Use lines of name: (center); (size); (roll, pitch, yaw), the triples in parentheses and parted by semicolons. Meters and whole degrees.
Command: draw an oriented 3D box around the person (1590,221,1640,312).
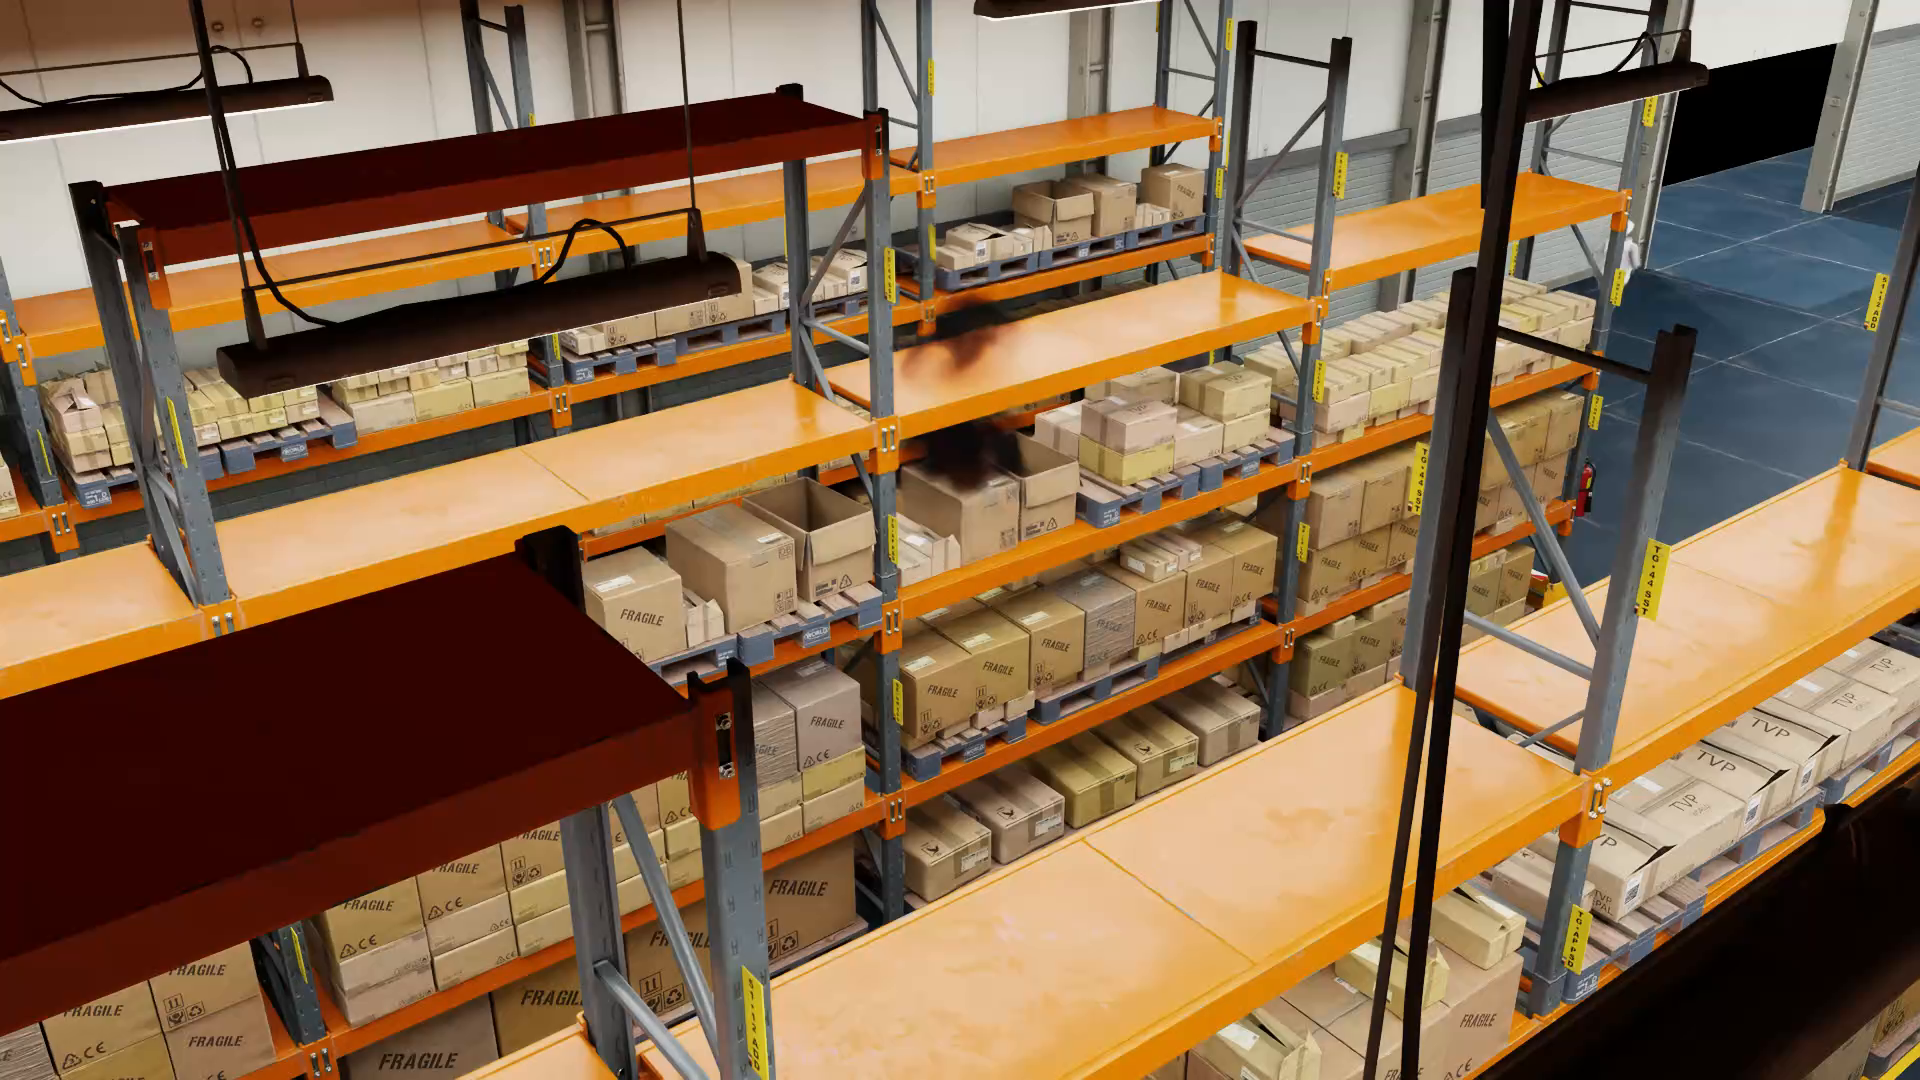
person: (9.275, -3.681, 23.650); (0.777, 1.795, 0.640); (-22, 33, -37)
